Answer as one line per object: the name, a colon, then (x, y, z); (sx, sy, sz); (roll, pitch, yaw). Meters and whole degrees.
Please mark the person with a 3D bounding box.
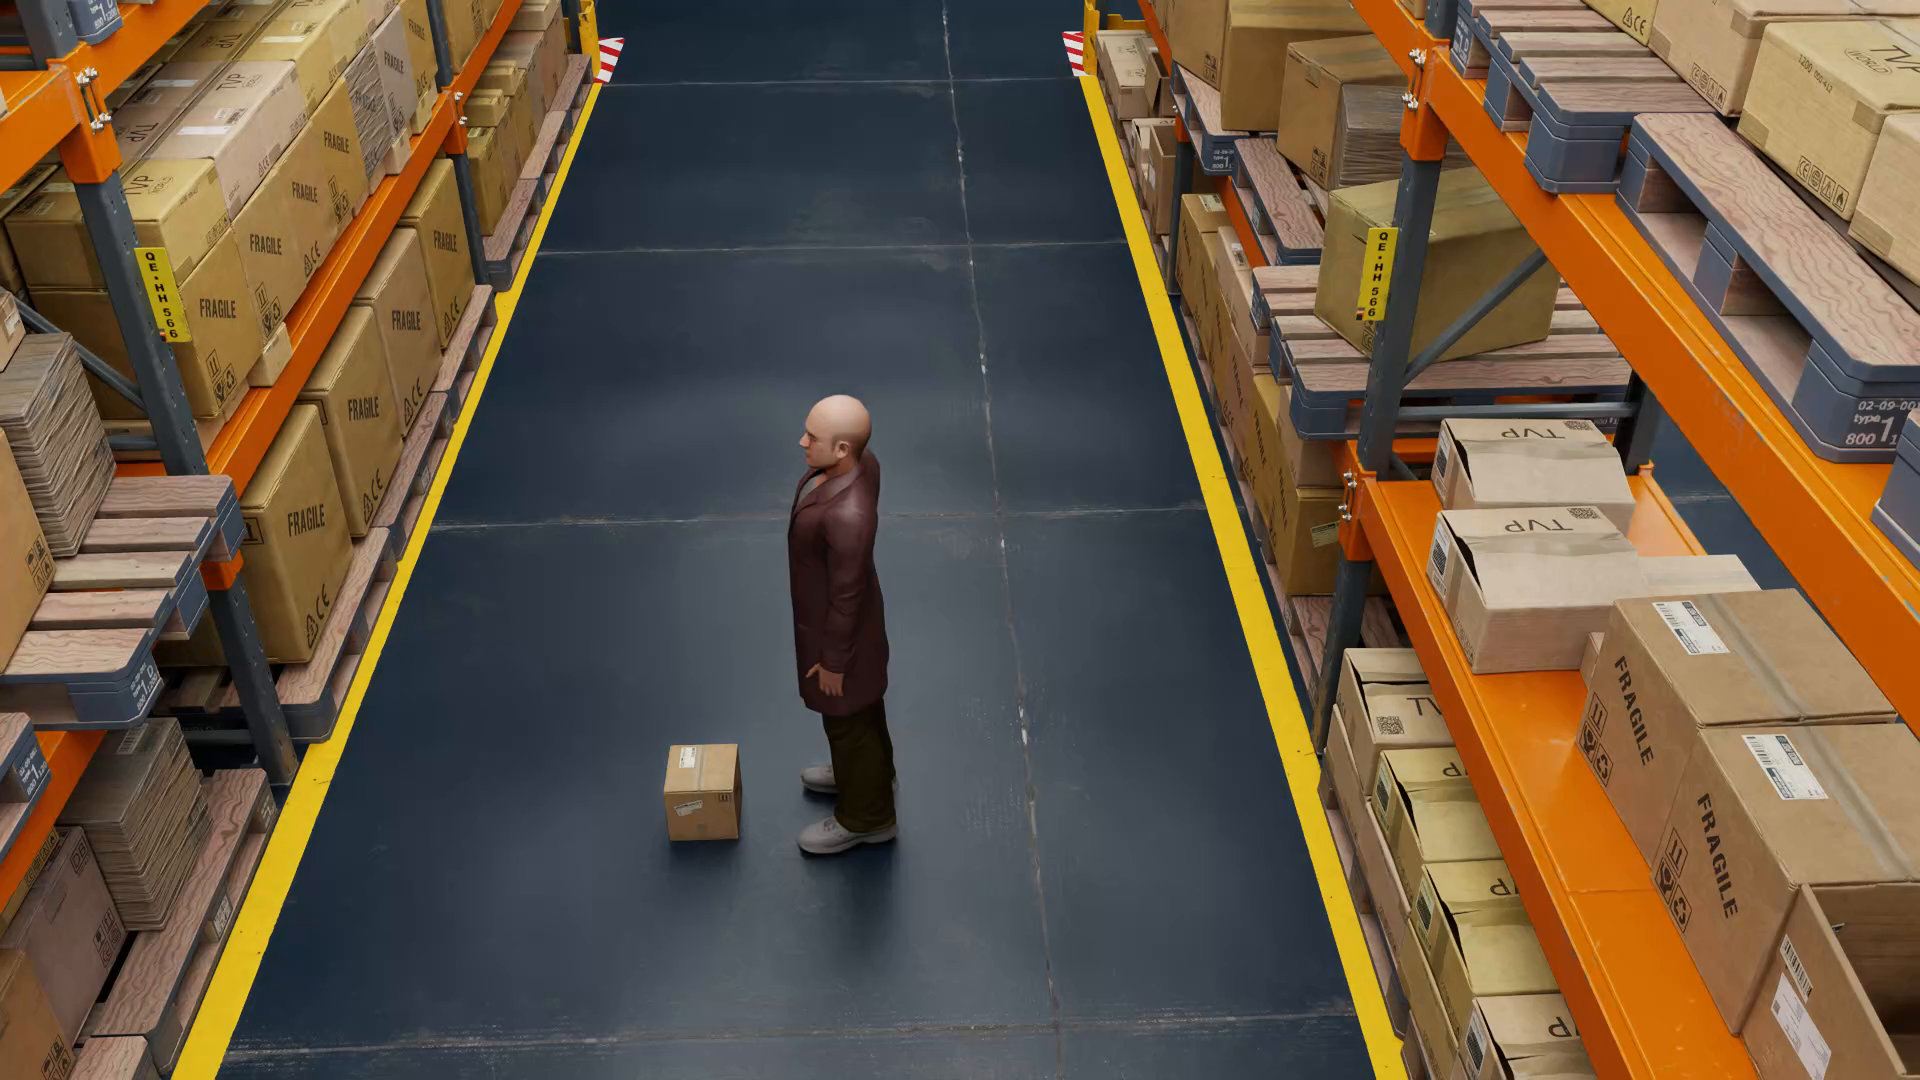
person: (-0.415, 0.297, 5.708); (0.374, 1.784, 0.562); (-1, 35, -1)
